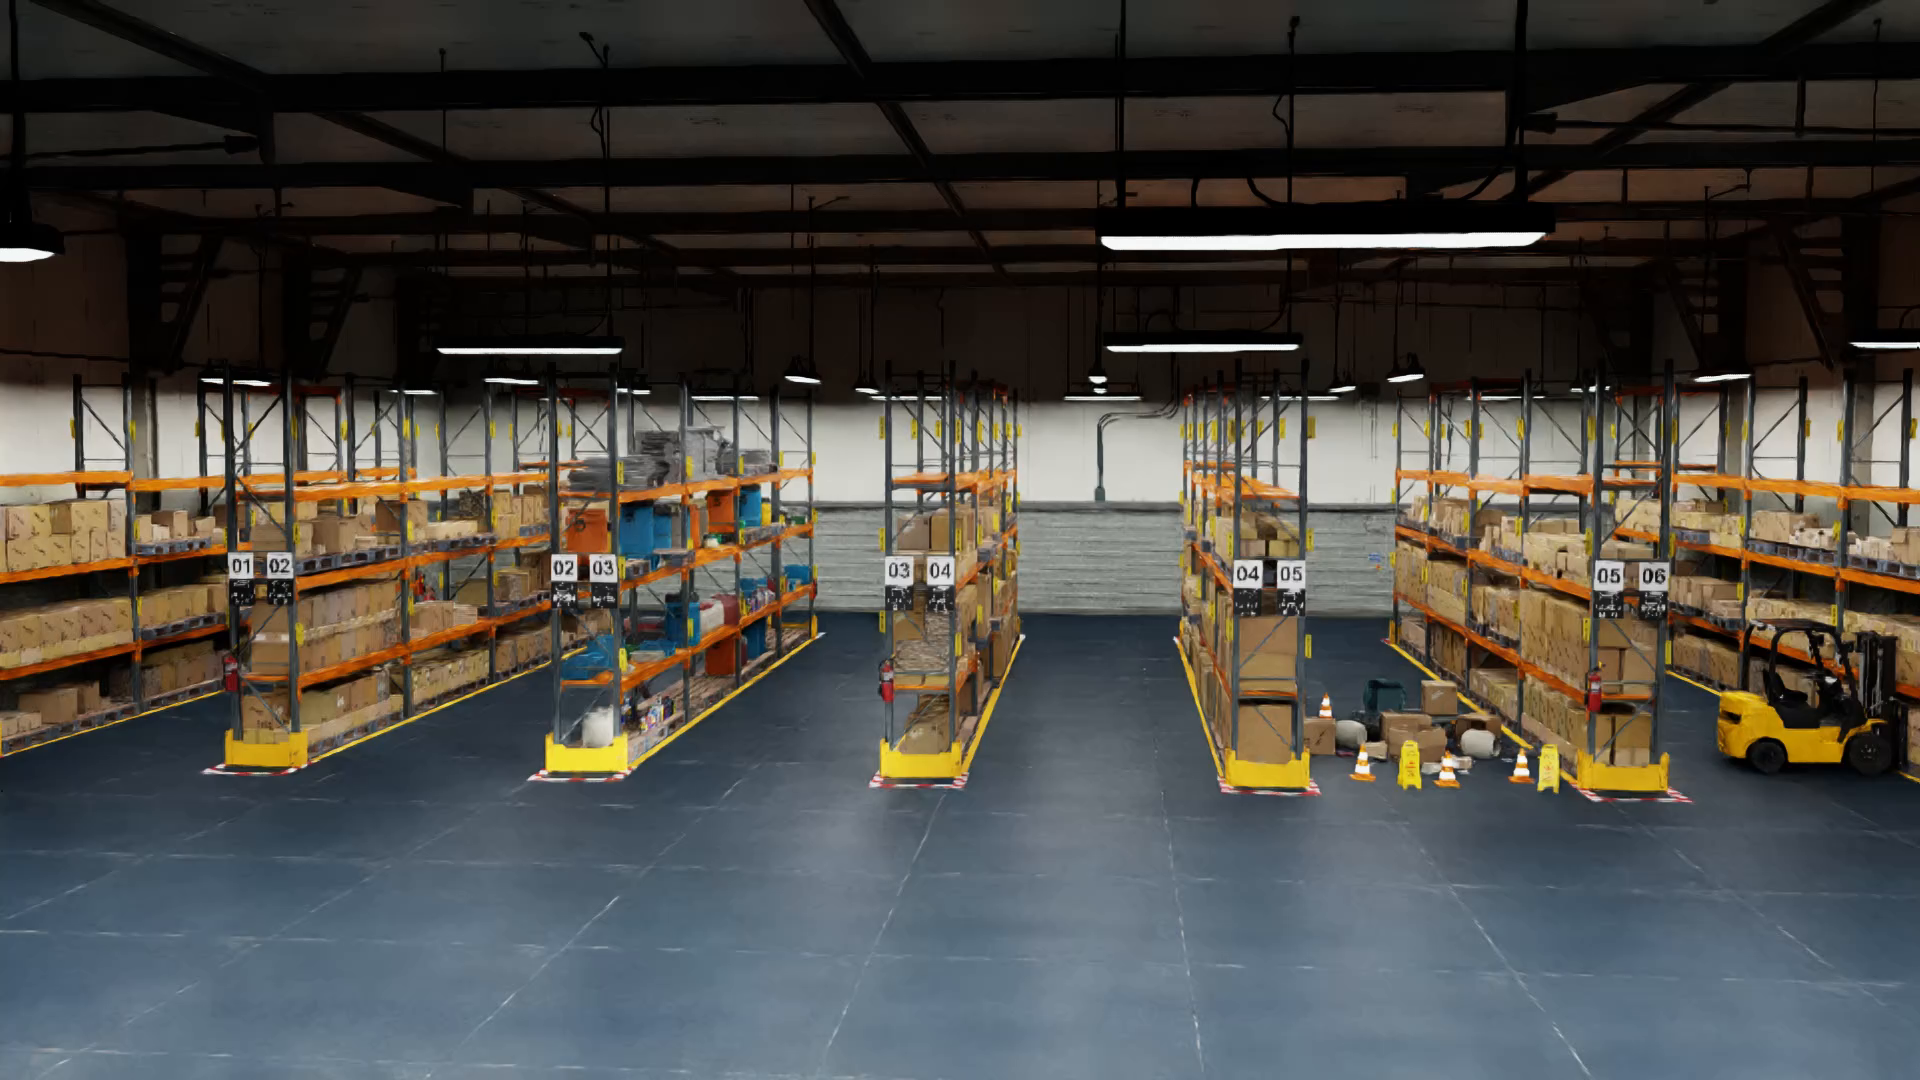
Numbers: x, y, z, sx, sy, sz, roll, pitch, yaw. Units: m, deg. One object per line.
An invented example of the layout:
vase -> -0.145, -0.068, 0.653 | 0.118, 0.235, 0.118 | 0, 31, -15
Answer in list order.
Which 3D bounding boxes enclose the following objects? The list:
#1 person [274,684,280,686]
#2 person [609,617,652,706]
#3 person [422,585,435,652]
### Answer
person -> -13.140, 2.040, 31.936 | 0.571, 1.708, 1.033 | 0, 4, -3
person -> -5.882, 2.214, 29.573 | 0.581, 1.678, 0.907 | 2, 4, 32
person -> -11.146, 1.814, 35.145 | 0.450, 1.731, 0.589 | -2, 4, -26
